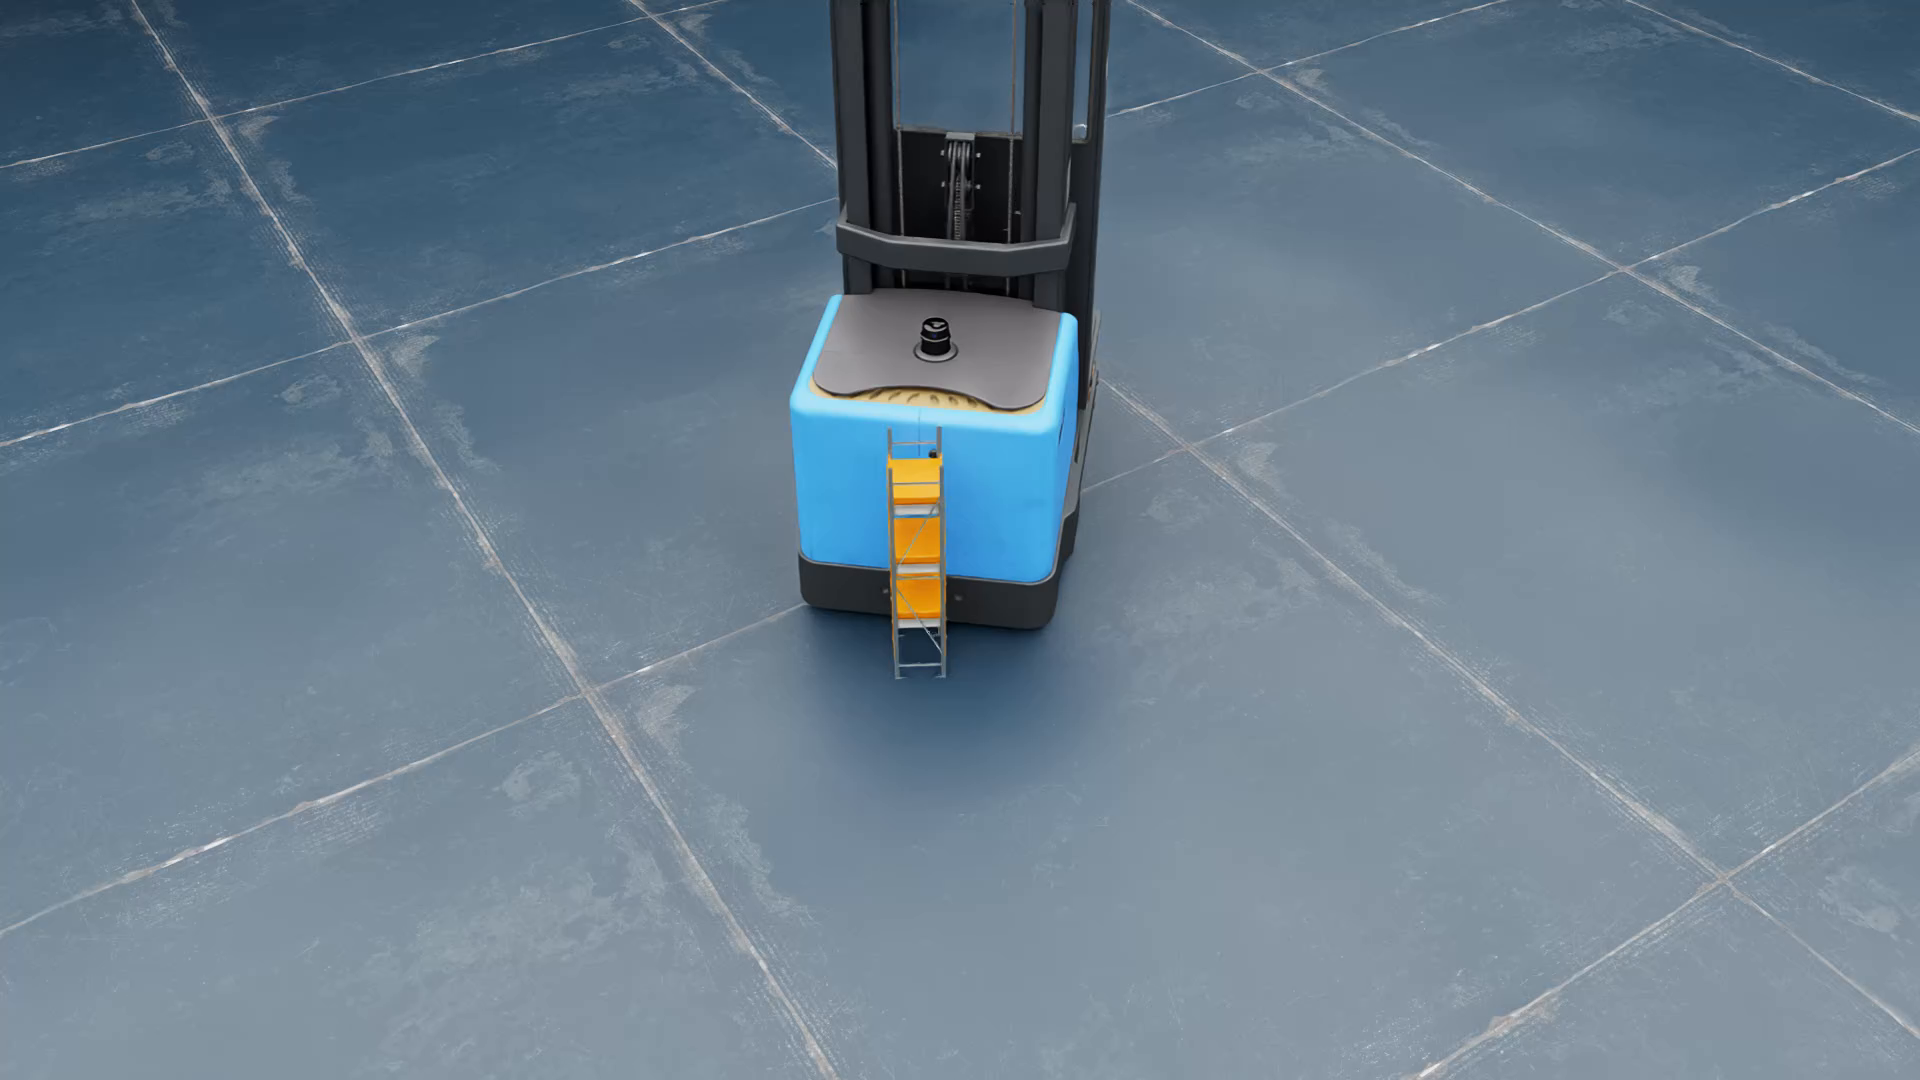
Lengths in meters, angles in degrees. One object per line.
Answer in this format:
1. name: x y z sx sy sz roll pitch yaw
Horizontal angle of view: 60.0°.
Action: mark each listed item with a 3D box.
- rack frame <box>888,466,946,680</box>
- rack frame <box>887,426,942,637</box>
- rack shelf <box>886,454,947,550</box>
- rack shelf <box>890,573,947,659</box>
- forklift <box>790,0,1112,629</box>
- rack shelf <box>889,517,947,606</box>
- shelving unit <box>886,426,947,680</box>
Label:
1. rack frame: -0.157 0.145 6.256 0.200 1.050 0.008 -2 40 -2
2. rack frame: -0.168 -0.011 6.444 0.200 1.050 0.008 -2 40 -2
3. rack shelf: -0.162 -0.143 6.175 0.215 0.259 0.240 -2 40 -2
4. rack shelf: -0.162 0.288 6.535 0.215 0.259 0.240 -2 40 -2
5. forklift: 0.075 -1.710 7.013 1.130 2.935 3.031 6 40 7
6. rack shelf: -0.162 0.075 6.357 0.215 0.259 0.240 -2 40 -2
7. shelving unit: -0.162 0.067 6.350 0.215 1.050 0.252 -2 40 -2
